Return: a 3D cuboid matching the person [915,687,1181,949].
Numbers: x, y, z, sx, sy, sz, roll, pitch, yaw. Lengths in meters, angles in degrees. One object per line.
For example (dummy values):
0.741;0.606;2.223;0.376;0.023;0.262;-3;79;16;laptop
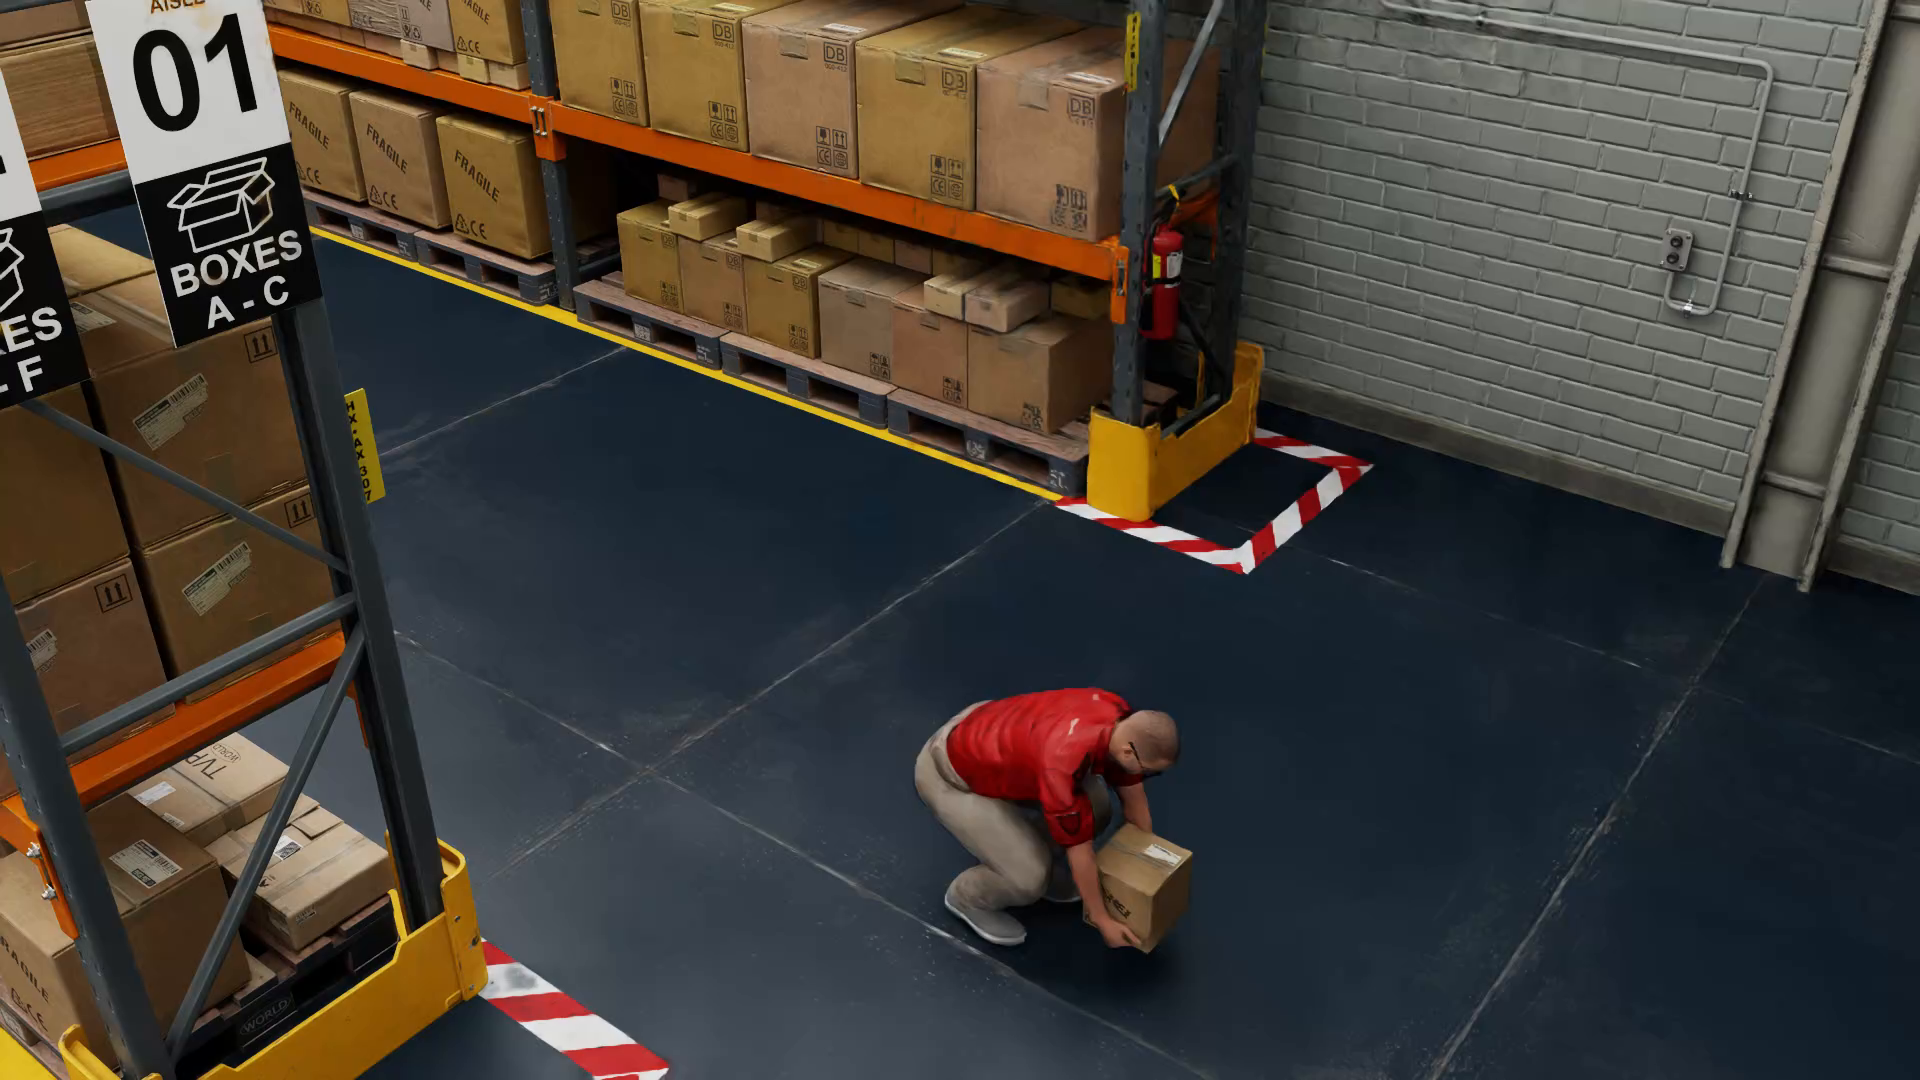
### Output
0.291;0.869;5.429;0.903;0.980;0.528;20;36;30;person
